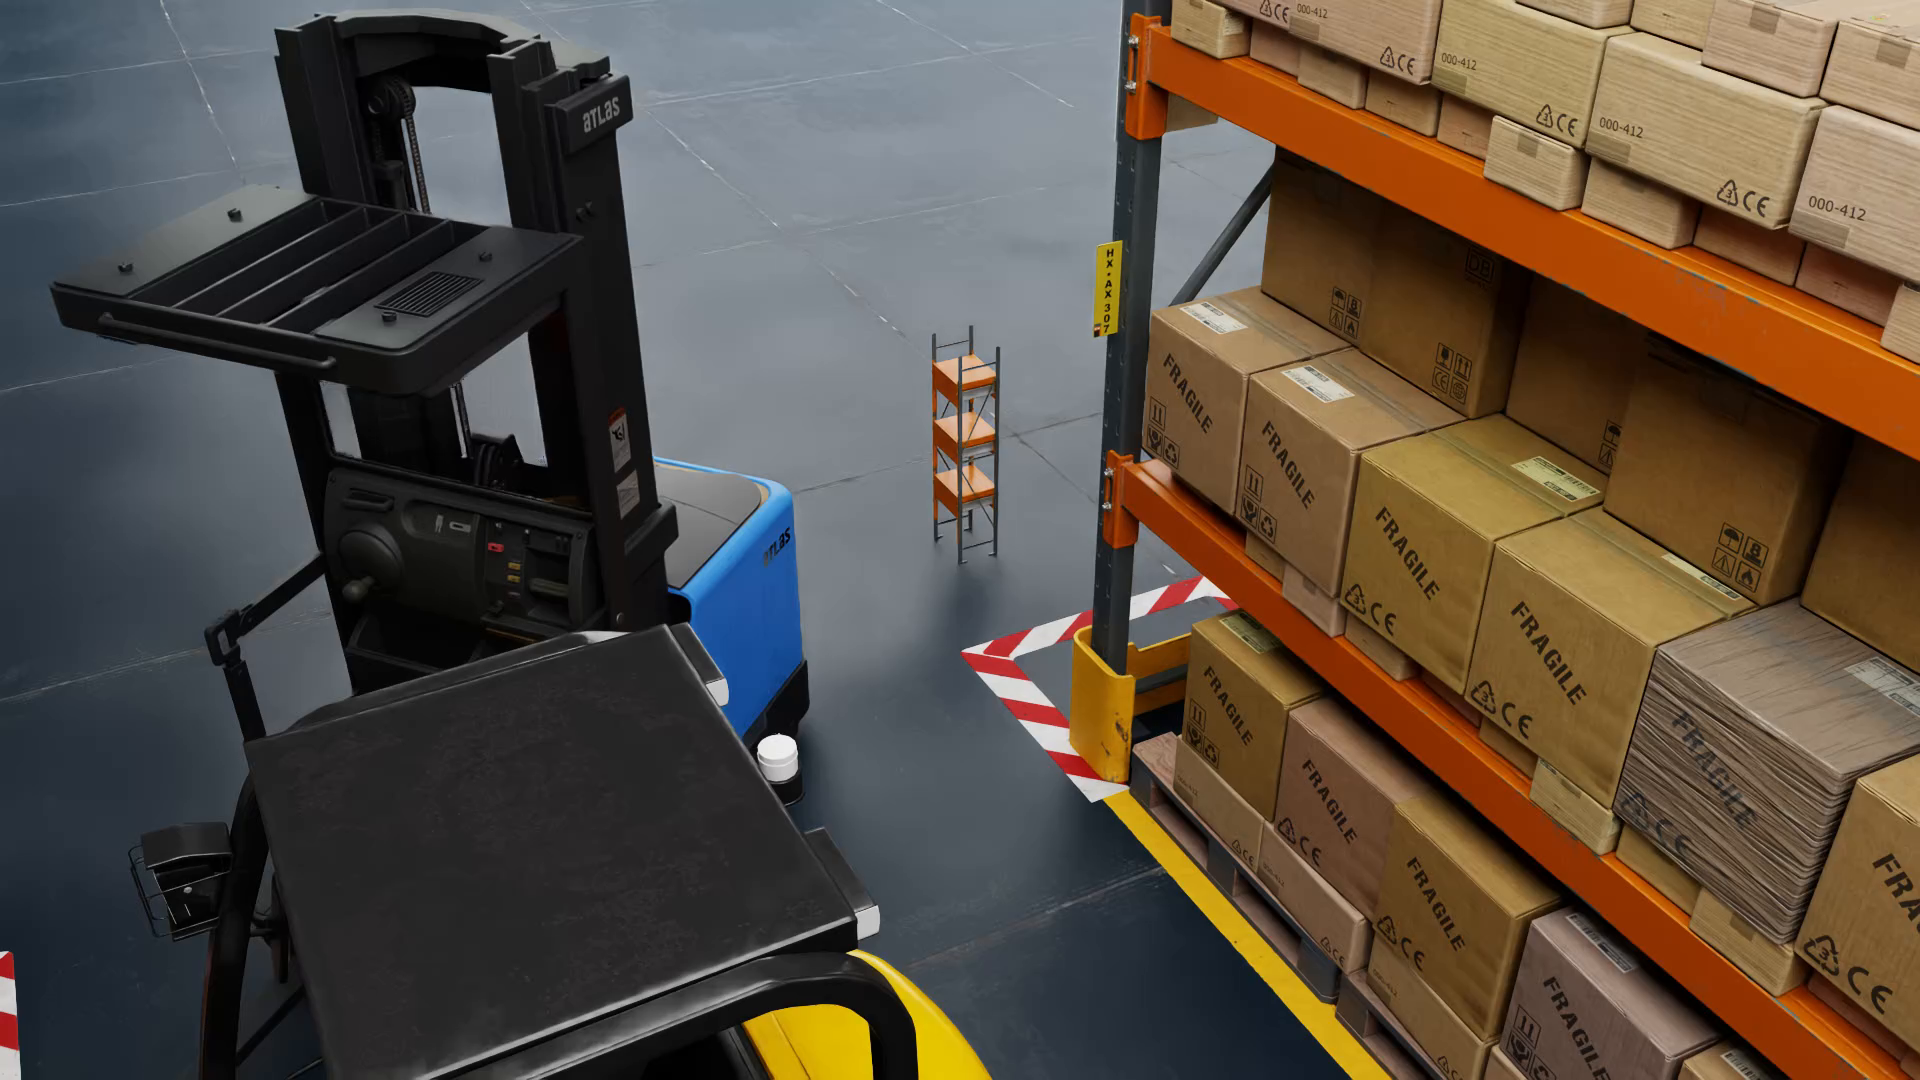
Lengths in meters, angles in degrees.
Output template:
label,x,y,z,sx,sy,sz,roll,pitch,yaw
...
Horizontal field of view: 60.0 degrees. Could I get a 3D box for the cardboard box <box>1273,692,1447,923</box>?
label,x,y,z,sx,sy,sz,roll,pitch,yaw
cardboard box,1.357,0.786,5.206,0.500,0.500,0.500,-17,36,-25

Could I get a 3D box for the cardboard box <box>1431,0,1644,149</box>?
label,x,y,z,sx,sy,sz,roll,pitch,yaw
cardboard box,1.454,-1.128,3.812,0.500,0.250,0.500,-15,35,-22

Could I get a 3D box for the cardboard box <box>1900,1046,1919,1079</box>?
label,x,y,z,sx,sy,sz,roll,pitch,yaw
cardboard box,2.237,1.084,3.511,0.380,0.149,0.250,-16,36,-23

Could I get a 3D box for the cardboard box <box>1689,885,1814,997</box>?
label,x,y,z,sx,sy,sz,roll,pitch,yaw
cardboard box,1.935,0.861,3.858,0.380,0.149,0.250,-16,36,-24

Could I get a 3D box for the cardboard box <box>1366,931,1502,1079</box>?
label,x,y,z,sx,sy,sz,roll,pitch,yaw
cardboard box,1.595,1.345,5.029,0.500,0.250,0.500,-13,35,-20

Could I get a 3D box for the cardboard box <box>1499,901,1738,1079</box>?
label,x,y,z,sx,sy,sz,roll,pitch,yaw
cardboard box,1.841,1.281,4.435,0.500,0.500,0.500,-14,35,-21

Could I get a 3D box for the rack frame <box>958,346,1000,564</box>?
label,x,y,z,sx,sy,sz,roll,pitch,yaw
rack frame,0.082,-0.358,7.336,0.200,1.050,0.008,-16,36,-23

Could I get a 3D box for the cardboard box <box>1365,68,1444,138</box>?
label,x,y,z,sx,sy,sz,roll,pitch,yaw
cardboard box,1.266,-1.160,4.233,0.380,0.149,0.250,-16,36,-23

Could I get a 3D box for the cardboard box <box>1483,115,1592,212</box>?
label,x,y,z,sx,sy,sz,roll,pitch,yaw
cardboard box,1.440,-0.894,3.818,0.380,0.149,0.250,-15,36,-23

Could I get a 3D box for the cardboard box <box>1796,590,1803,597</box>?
label,x,y,z,sx,sy,sz,roll,pitch,yaw
cardboard box,2.143,0.156,4.358,0.500,0.500,0.500,-15,36,-23

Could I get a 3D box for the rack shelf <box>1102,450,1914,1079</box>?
label,x,y,z,sx,sy,sz,roll,pitch,yaw
rack shelf,1.899,0.665,4.599,1.077,0.370,4.000,-16,36,-23

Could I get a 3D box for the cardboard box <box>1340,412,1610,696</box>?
label,x,y,z,sx,sy,sz,roll,pitch,yaw
cardboard box,1.425,0.025,4.562,0.500,0.500,0.500,-17,36,-24

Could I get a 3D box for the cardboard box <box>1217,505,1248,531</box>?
label,x,y,z,sx,sy,sz,roll,pitch,yaw
cardboard box,1.072,-0.156,5.446,0.380,0.149,0.250,-15,36,-22

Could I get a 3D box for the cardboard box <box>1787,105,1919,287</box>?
label,x,y,z,sx,sy,sz,roll,pitch,yaw
cardboard box,1.926,-0.640,3.051,0.500,0.250,0.500,-16,36,-24

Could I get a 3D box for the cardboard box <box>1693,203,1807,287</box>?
label,x,y,z,sx,sy,sz,roll,pitch,yaw
cardboard box,1.778,-0.677,3.478,0.380,0.149,0.250,-16,36,-24

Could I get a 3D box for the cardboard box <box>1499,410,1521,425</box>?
label,x,y,z,sx,sy,sz,roll,pitch,yaw
cardboard box,1.693,-0.330,5.117,0.500,0.500,0.500,-16,36,-23

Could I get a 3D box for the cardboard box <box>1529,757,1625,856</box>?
label,x,y,z,sx,sy,sz,roll,pitch,yaw
cardboard box,1.691,0.618,4.238,0.380,0.149,0.250,-16,36,-23

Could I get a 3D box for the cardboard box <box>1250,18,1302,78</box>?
label,x,y,z,sx,sy,sz,roll,pitch,yaw
cardboard box,1.036,-1.407,4.618,0.380,0.149,0.250,-17,36,-25

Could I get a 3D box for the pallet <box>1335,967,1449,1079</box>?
label,x,y,z,sx,sy,sz,roll,pitch,yaw
pallet,1.914,1.596,5.064,1.003,0.211,1.213,-16,36,-23

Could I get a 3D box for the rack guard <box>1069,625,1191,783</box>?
label,x,y,z,sx,sy,sz,roll,pitch,yaw
rack guard,1.002,0.496,6.512,1.175,0.500,0.348,-16,36,-23

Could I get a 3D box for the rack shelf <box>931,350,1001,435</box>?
label,x,y,z,sx,sy,sz,roll,pitch,yaw
rack shelf,0.025,-0.647,7.280,0.215,0.259,0.240,-16,36,-23

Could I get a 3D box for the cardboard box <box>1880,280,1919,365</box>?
label,x,y,z,sx,sy,sz,roll,pitch,yaw
cardboard box,1.947,-0.410,3.061,0.380,0.149,0.250,-15,36,-22

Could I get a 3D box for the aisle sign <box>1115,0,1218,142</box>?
label,x,y,z,sx,sy,sz,roll,pitch,yaw
aisle sign,0.663,-1.639,5.118,0.394,0.787,0.004,-16,36,-23

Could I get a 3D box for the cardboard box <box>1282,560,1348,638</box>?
label,x,y,z,sx,sy,sz,roll,pitch,yaw
cardboard box,1.202,0.124,5.009,0.380,0.149,0.250,-15,36,-22

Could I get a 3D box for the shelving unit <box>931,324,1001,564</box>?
label,x,y,z,sx,sy,sz,roll,pitch,yaw
shelving unit,0.025,-0.417,7.427,0.215,1.050,0.252,-16,36,-23

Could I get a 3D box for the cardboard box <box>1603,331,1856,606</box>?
label,x,y,z,sx,sy,sz,roll,pitch,yaw
cardboard box,2.066,-0.258,4.077,0.700,0.500,0.500,-16,36,-23

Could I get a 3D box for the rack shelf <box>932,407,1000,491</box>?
label,x,y,z,sx,sy,sz,roll,pitch,yaw
rack shelf,0.025,-0.408,7.433,0.215,0.259,0.240,-16,36,-23

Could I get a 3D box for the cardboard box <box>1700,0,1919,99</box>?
label,x,y,z,sx,sy,sz,roll,pitch,yaw
cardboard box,1.683,-0.989,3.227,0.380,0.149,0.250,-15,36,-22

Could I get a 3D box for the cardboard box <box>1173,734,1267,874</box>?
label,x,y,z,sx,sy,sz,roll,pitch,yaw
cardboard box,1.098,0.843,5.814,0.500,0.250,0.500,-16,36,-23

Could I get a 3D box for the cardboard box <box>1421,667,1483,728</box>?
label,x,y,z,sx,sy,sz,roll,pitch,yaw
cardboard box,1.528,0.350,4.656,0.380,0.149,0.250,-15,35,-22

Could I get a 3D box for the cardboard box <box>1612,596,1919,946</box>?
label,x,y,z,sx,sy,sz,roll,pitch,yaw
cardboard box,1.912,0.509,3.807,0.500,0.500,0.500,-15,36,-22

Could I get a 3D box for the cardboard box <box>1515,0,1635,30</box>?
label,x,y,z,sx,sy,sz,roll,pitch,yaw
cardboard box,1.446,-1.236,3.612,0.380,0.149,0.250,-15,36,-22

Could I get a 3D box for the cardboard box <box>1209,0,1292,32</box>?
label,x,y,z,sx,sy,sz,roll,pitch,yaw
cardboard box,0.965,-1.611,4.567,0.500,0.250,0.500,-17,36,-24

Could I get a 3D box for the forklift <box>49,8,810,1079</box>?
label,x,y,z,sx,sy,sz,roll,pitch,yaw
forklift,-1.606,0.108,4.864,1.130,2.935,3.031,12,35,18

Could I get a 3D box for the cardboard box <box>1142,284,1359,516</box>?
label,x,y,z,sx,sy,sz,roll,pitch,yaw
cardboard box,0.942,-0.464,5.326,0.500,0.500,0.500,-16,36,-24

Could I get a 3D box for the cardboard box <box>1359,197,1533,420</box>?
label,x,y,z,sx,sy,sz,roll,pitch,yaw
cardboard box,1.627,-0.749,4.843,0.700,0.500,0.500,-16,36,-23
